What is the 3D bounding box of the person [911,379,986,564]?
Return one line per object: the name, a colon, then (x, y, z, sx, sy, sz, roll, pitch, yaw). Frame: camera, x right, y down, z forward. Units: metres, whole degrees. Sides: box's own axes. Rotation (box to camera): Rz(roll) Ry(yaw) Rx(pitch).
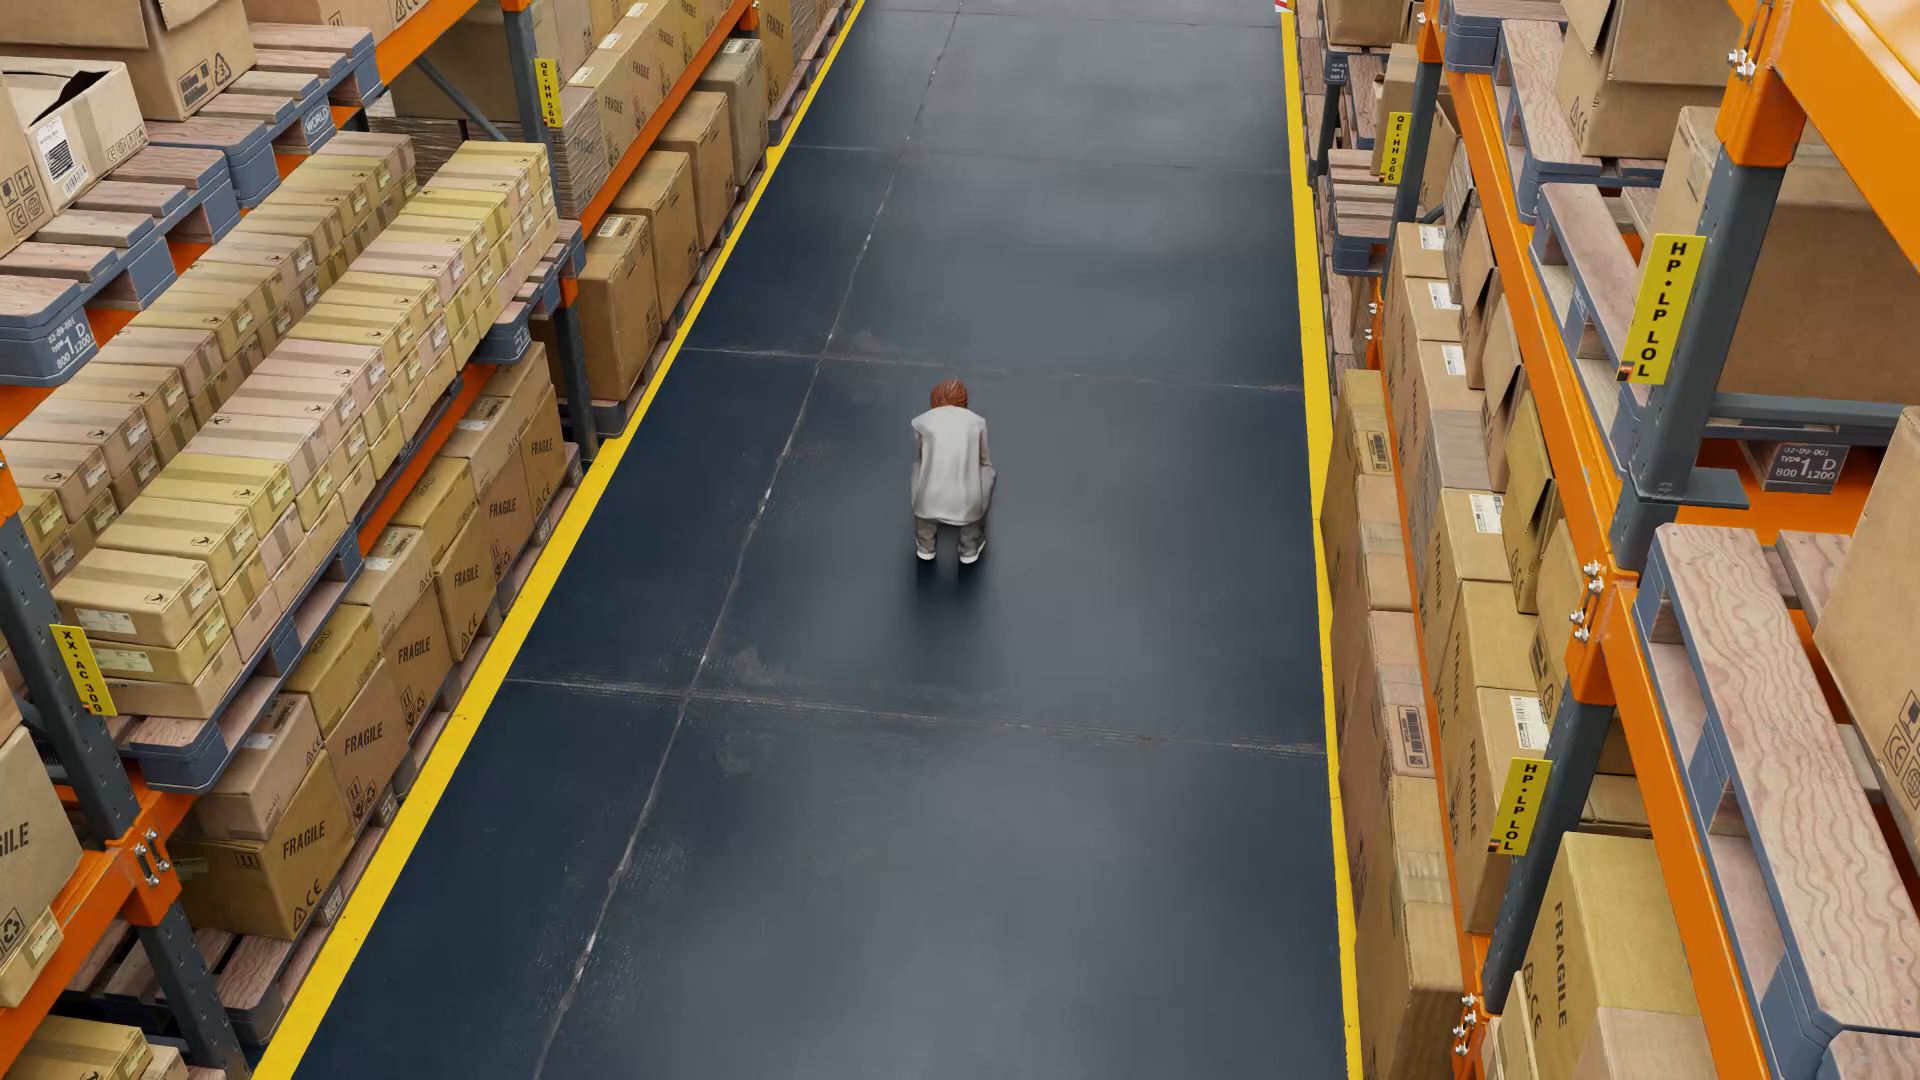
person: (-0.052, -0.287, 8.257, 0.405, 0.736, 0.830, 4, 37, 6)
